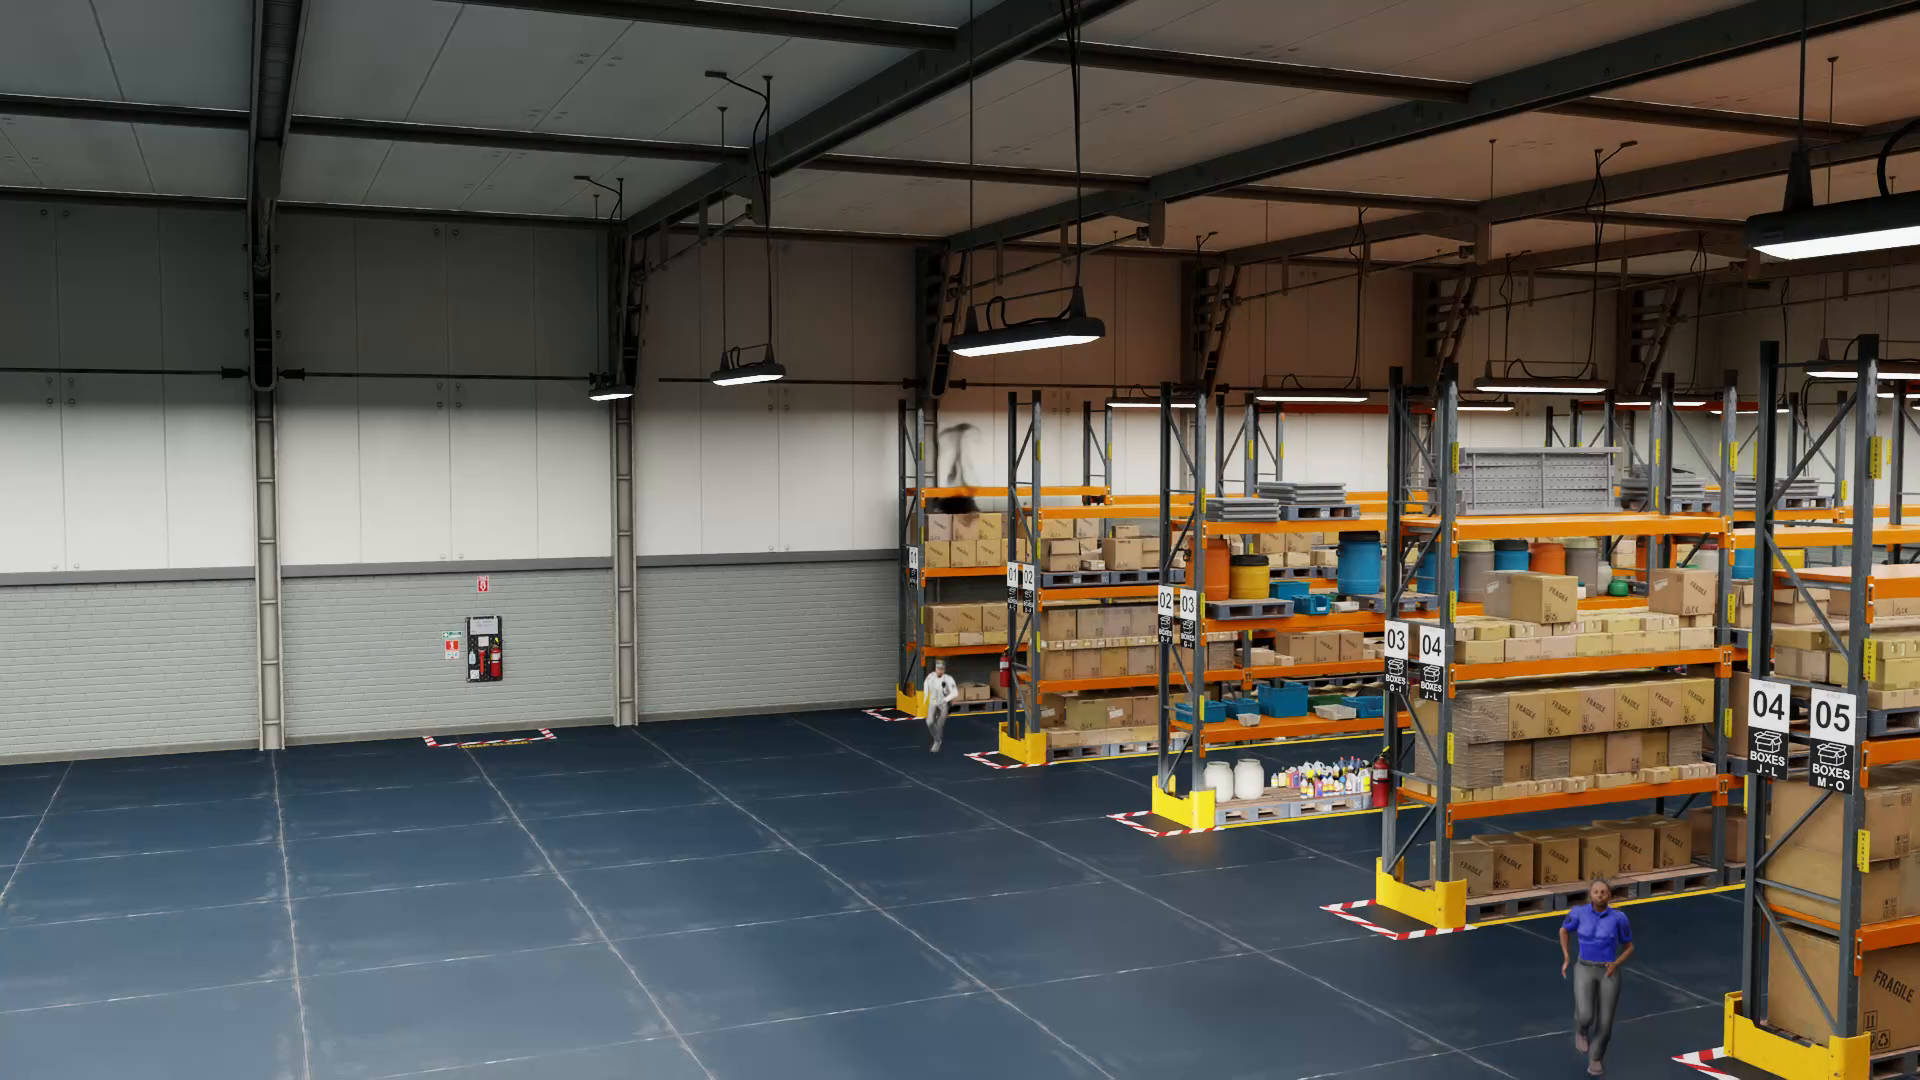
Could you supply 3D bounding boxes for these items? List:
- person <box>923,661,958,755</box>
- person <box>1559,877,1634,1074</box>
[{"bbox_3d":[-0.313,2.766,27.747,0.635,1.566,0.796,1,3,14],"label":"person"},{"bbox_3d":[5.179,3.568,13.543,0.566,1.608,0.553,1,4,19],"label":"person"}]
